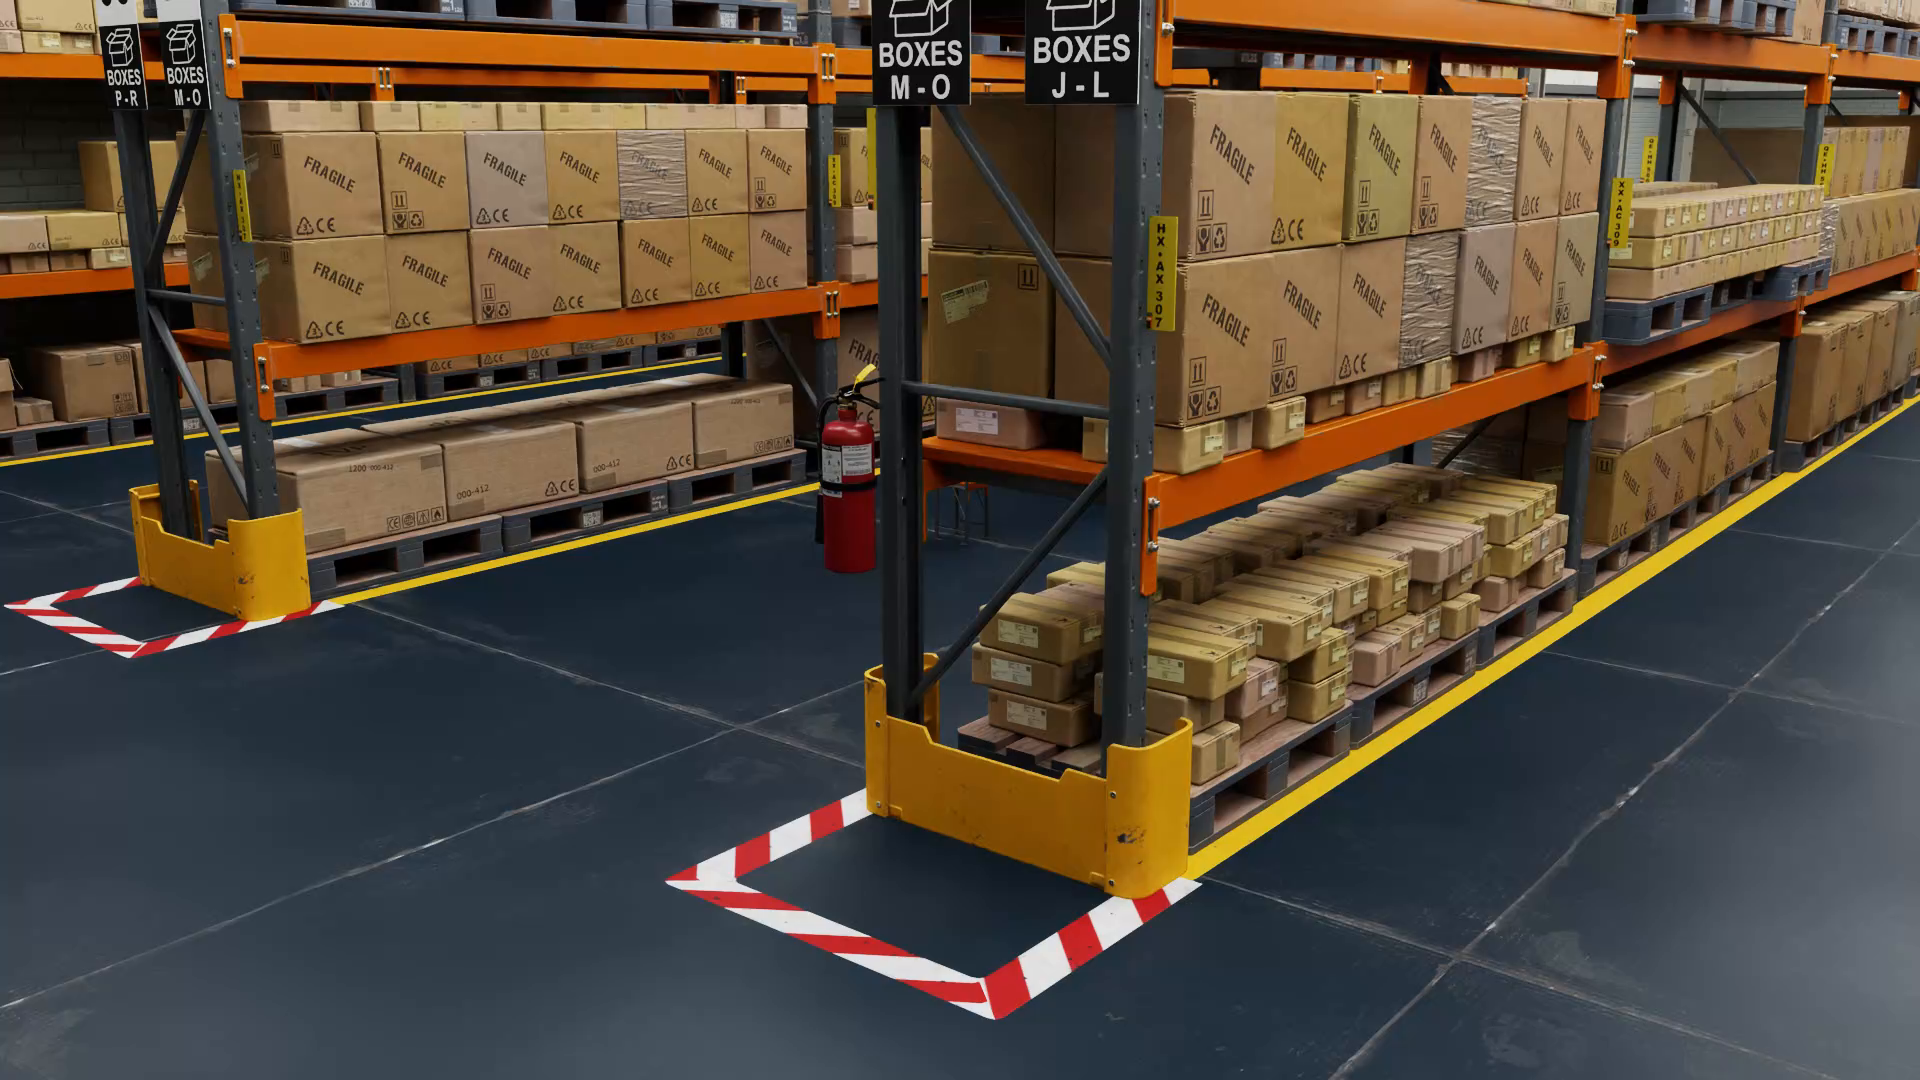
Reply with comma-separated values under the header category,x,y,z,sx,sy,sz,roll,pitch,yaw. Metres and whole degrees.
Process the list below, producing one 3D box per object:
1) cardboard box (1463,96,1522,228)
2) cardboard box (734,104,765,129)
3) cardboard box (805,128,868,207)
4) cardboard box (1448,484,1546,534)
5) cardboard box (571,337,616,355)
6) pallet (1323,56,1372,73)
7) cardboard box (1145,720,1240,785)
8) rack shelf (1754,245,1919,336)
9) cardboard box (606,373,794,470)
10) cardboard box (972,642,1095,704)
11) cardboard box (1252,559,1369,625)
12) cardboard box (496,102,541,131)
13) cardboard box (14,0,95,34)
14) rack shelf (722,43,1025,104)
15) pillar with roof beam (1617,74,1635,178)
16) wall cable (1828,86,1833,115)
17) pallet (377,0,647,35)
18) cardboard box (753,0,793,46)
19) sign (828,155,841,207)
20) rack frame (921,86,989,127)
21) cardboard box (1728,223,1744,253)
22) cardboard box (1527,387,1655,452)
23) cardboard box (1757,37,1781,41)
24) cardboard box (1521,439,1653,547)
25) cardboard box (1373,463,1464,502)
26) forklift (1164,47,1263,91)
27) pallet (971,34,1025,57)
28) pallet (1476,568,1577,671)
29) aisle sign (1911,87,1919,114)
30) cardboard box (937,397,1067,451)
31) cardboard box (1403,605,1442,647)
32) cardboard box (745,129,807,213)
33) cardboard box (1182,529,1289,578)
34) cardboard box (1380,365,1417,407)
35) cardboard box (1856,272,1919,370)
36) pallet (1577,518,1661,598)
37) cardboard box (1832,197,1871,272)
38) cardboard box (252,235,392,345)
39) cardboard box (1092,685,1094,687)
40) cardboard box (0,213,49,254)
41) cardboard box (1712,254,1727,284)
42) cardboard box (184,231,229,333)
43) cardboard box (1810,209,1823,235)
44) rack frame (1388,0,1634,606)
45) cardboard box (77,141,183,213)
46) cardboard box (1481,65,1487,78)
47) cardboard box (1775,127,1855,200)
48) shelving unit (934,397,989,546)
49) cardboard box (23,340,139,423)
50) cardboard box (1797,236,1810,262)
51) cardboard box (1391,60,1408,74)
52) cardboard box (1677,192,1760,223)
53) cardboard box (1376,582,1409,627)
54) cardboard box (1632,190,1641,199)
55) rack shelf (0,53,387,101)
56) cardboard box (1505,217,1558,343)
category,x,y,z,sx,sy,sz,roll,pitch,yaw
cardboard box,1.933,-1.548,6.785,0.500,0.500,0.500,12,18,39
cardboard box,-1.439,-2.650,10.411,0.380,0.149,0.250,12,18,39
cardboard box,-0.742,-2.517,11.206,0.500,0.500,0.500,12,18,38
cardboard box,2.520,-0.145,7.829,0.380,0.149,0.250,12,18,38
cardboard box,-3.652,-2.059,15.858,0.500,0.500,0.500,10,18,36
pallet,3.315,-4.738,16.469,1.213,0.211,1.003,11,18,38
cardboard box,0.735,0.696,5.730,0.380,0.149,0.250,12,18,39
rack shelf,6.442,-1.998,12.858,1.077,0.370,4.000,11,18,38
cardboard box,-1.721,-0.803,11.041,0.875,0.438,0.875,11,18,37
cardboard box,0.267,0.457,6.065,0.380,0.149,0.250,11,18,36
cardboard box,1.362,0.198,6.478,0.380,0.149,0.250,12,19,40
cardboard box,-2.491,-2.297,9.023,0.380,0.149,0.250,11,18,38
cardboard box,-6.493,-3.710,11.745,0.500,0.250,0.500,11,18,36
rack shelf,0.015,-3.433,12.412,1.077,0.370,4.000,11,18,38
pillar with roof beam,19.731,-11.854,38.008,9.100,9.000,0.400,11,18,38
wall cable,23.033,-12.524,46.951,3.097,2.526,0.112,11,18,38
pallet,-2.532,-2.968,9.301,1.003,0.211,1.213,11,18,38
cardboard box,-1.947,-5.333,17.174,0.500,0.500,0.500,11,18,38
sign,-0.810,-2.317,10.732,0.100,0.325,0.005,11,18,38
rack frame,-0.077,-4.244,20.237,1.000,3.000,0.127,11,18,38
cardboard box,4.097,-1.680,9.198,0.380,0.149,0.250,11,18,37
cardboard box,3.341,-0.654,8.806,0.500,0.250,0.500,10,18,35
cardboard box,4.402,-3.125,9.535,0.500,0.500,0.500,11,18,38
cardboard box,3.342,-0.290,8.898,0.500,0.500,0.500,12,19,40
cardboard box,2.294,-0.274,8.339,0.380,0.149,0.250,12,19,40
forklift,1.809,-1.930,11.266,1.130,2.935,3.031,12,19,40
pallet,0.208,-3.727,12.492,1.003,0.211,1.213,12,19,40
pallet,2.277,0.288,8.062,1.003,0.211,1.213,11,18,38
aisle sign,10.025,-4.816,17.208,0.394,0.787,0.004,11,18,38
cardboard box,0.142,-0.416,5.680,0.380,0.149,0.250,11,18,38
cardboard box,1.823,0.346,7.106,0.380,0.149,0.250,12,18,39
cardboard box,-1.324,-2.344,10.526,0.500,0.500,0.500,11,18,37
cardboard box,1.149,0.076,6.961,0.380,0.149,0.250,11,18,36
cardboard box,1.557,-0.628,6.513,0.380,0.149,0.250,12,19,40
cardboard box,8.149,-2.013,14.918,0.875,0.875,0.875,12,18,38
pallet,3.159,0.004,9.177,1.003,0.211,1.213,11,18,38
cardboard box,6.312,-2.251,12.188,0.500,0.500,0.500,11,18,37
cardboard box,-3.231,-1.274,8.344,0.500,0.500,0.500,11,18,37
cardboard box,0.409,0.548,6.309,0.380,0.149,0.250,12,19,39
cardboard box,-6.808,-2.159,11.731,0.500,0.250,0.500,12,18,38
cardboard box,3.925,-1.482,9.021,0.380,0.149,0.250,10,18,35
cardboard box,-3.659,-1.360,8.682,0.500,0.500,0.500,11,18,38
cardboard box,5.229,-2.025,10.554,0.380,0.149,0.250,12,18,39
rack frame,2.671,-1.198,8.246,1.000,3.000,0.127,11,18,38
cardboard box,-6.182,-2.713,12.389,0.500,0.500,0.500,12,18,39
cardboard box,5.758,-5.327,18.916,0.380,0.149,0.250,11,18,38
cardboard box,6.113,-2.777,12.229,0.700,0.500,0.500,11,18,37
shelving unit,0.009,-0.584,9.486,0.258,1.200,0.189,11,18,38
cardboard box,-6.594,-1.198,12.471,0.700,0.500,0.500,12,19,40
cardboard box,5.075,-1.833,10.403,0.380,0.149,0.250,11,18,37
cardboard box,4.382,-4.872,17.125,0.380,0.149,0.250,11,18,38
cardboard box,4.255,-1.872,9.350,0.380,0.149,0.250,12,19,39
cardboard box,1.642,0.231,6.955,0.380,0.149,0.250,12,19,40
cardboard box,3.760,-1.976,9.760,0.380,0.149,0.250,11,18,37
rack shelf,-6.363,-3.434,12.418,1.077,0.370,4.000,11,18,38
cardboard box,2.260,-1.155,7.270,0.500,0.500,0.500,11,18,36
